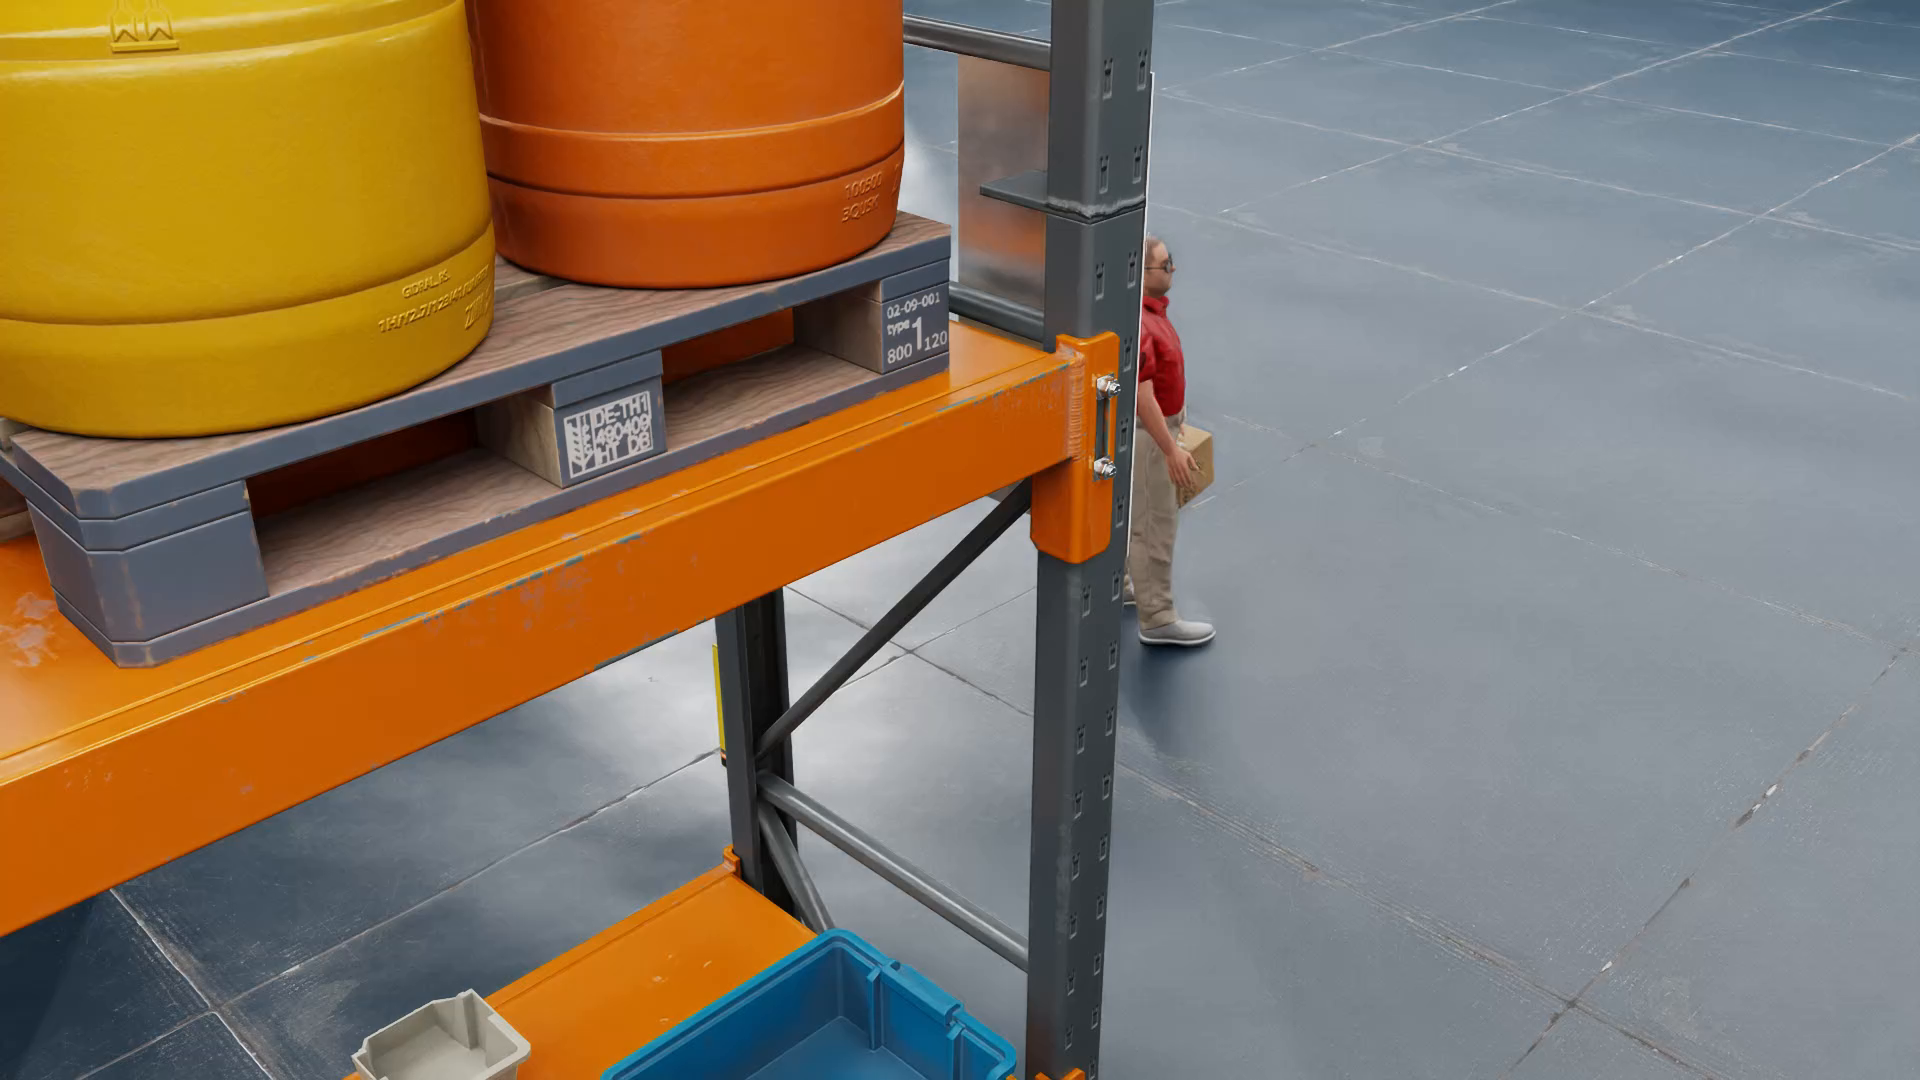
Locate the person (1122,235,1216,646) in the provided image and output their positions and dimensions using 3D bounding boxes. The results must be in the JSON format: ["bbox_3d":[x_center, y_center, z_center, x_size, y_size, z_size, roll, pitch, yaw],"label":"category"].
[{"bbox_3d":[0.848,-0.421,6.912,0.523,1.730,0.576,2,28,3],"label":"person"}]
